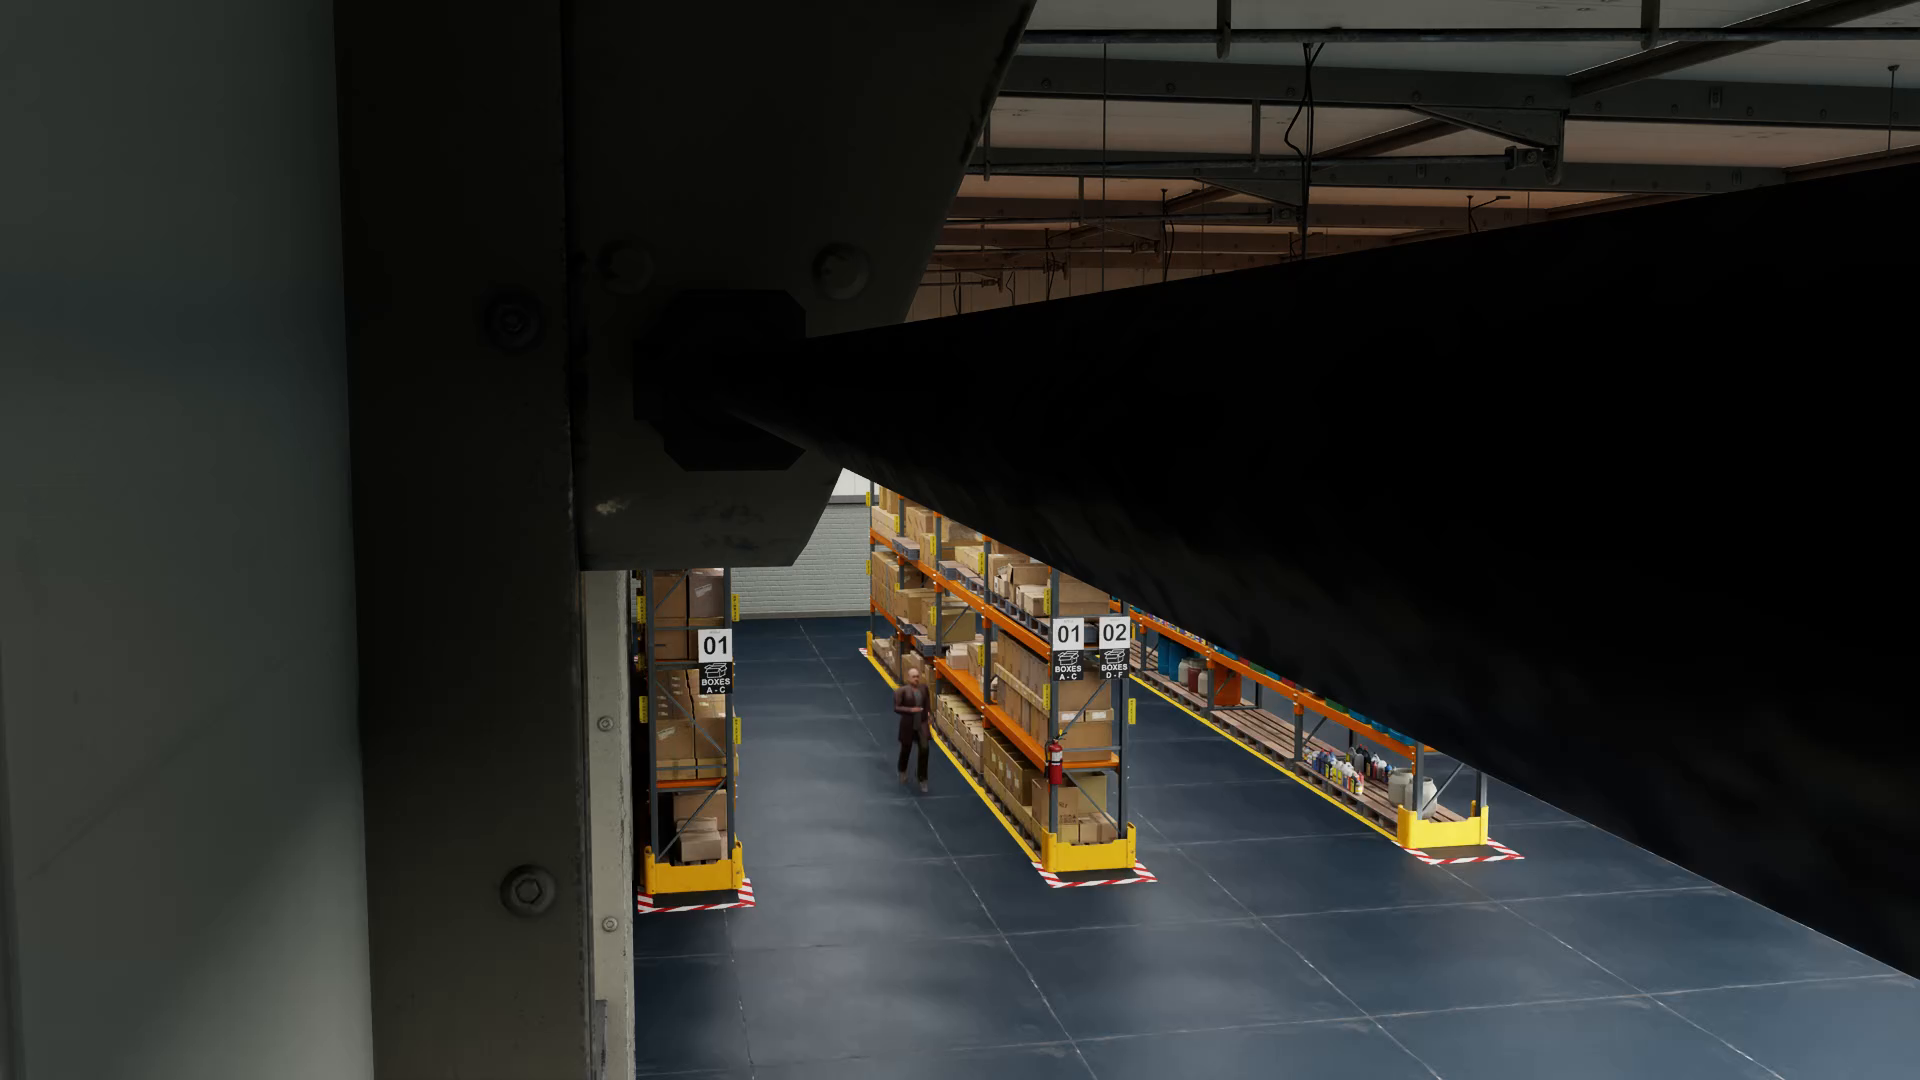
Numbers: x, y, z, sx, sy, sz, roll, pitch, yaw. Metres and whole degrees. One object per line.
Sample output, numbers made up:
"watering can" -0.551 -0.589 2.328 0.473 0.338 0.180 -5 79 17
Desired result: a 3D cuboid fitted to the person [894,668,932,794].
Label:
"person" -0.713 2.839 24.998 0.673 1.824 0.950 -2 6 -20
